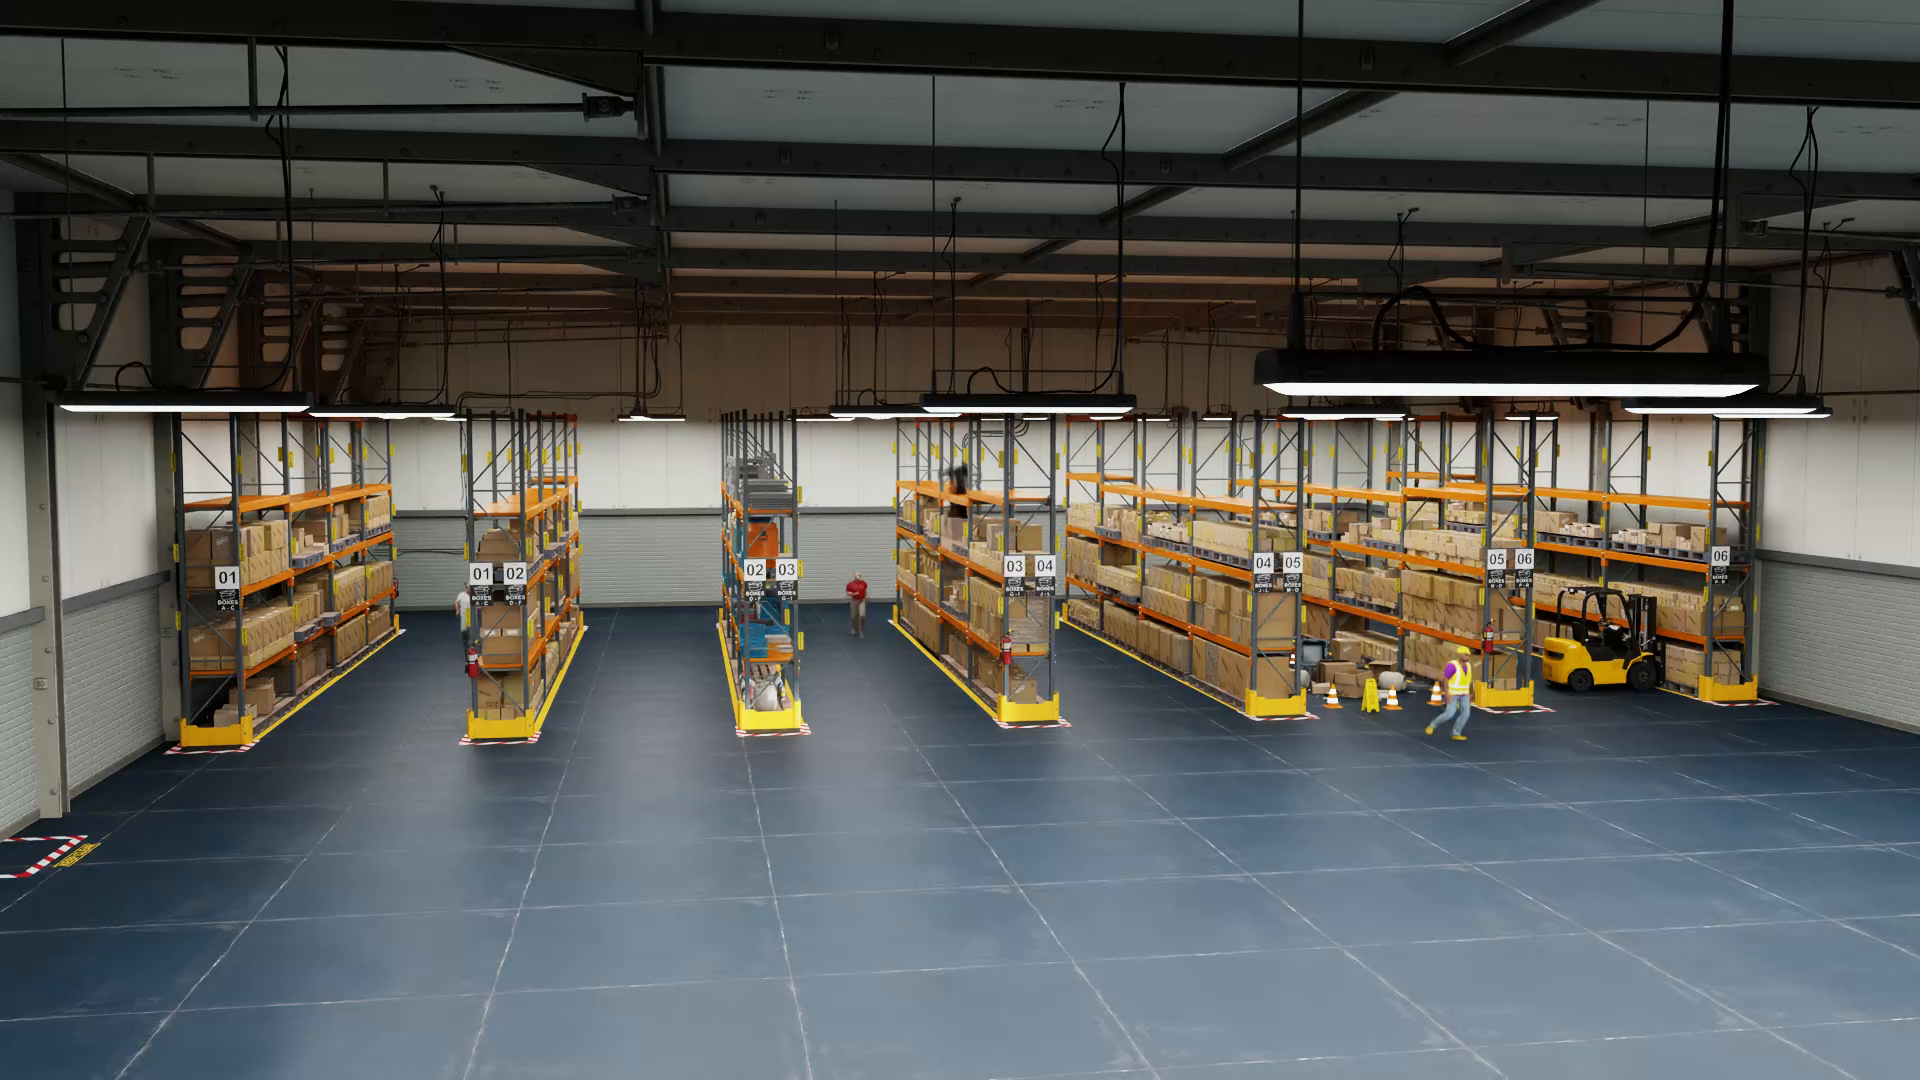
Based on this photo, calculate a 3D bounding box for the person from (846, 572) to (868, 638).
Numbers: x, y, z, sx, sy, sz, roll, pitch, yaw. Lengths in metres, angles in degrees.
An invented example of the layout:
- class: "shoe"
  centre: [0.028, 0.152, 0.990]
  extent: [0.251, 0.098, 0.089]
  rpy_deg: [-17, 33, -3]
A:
- class: "person"
  centre: [-2.760, 1.752, 44.701]
  extent: [0.629, 1.798, 0.874]
  rpy_deg: [-1, 4, -12]

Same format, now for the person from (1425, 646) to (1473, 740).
- class: "person"
  centre: [8.897, 2.764, 30.097]
  extent: [0.833, 1.701, 0.600]
  rpy_deg: [-2, 4, -23]

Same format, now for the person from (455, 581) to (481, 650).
- class: "person"
  centre: [-12.421, 1.913, 41.984]
  extent: [0.661, 1.754, 0.645]
  rpy_deg: [-1, 4, -11]
